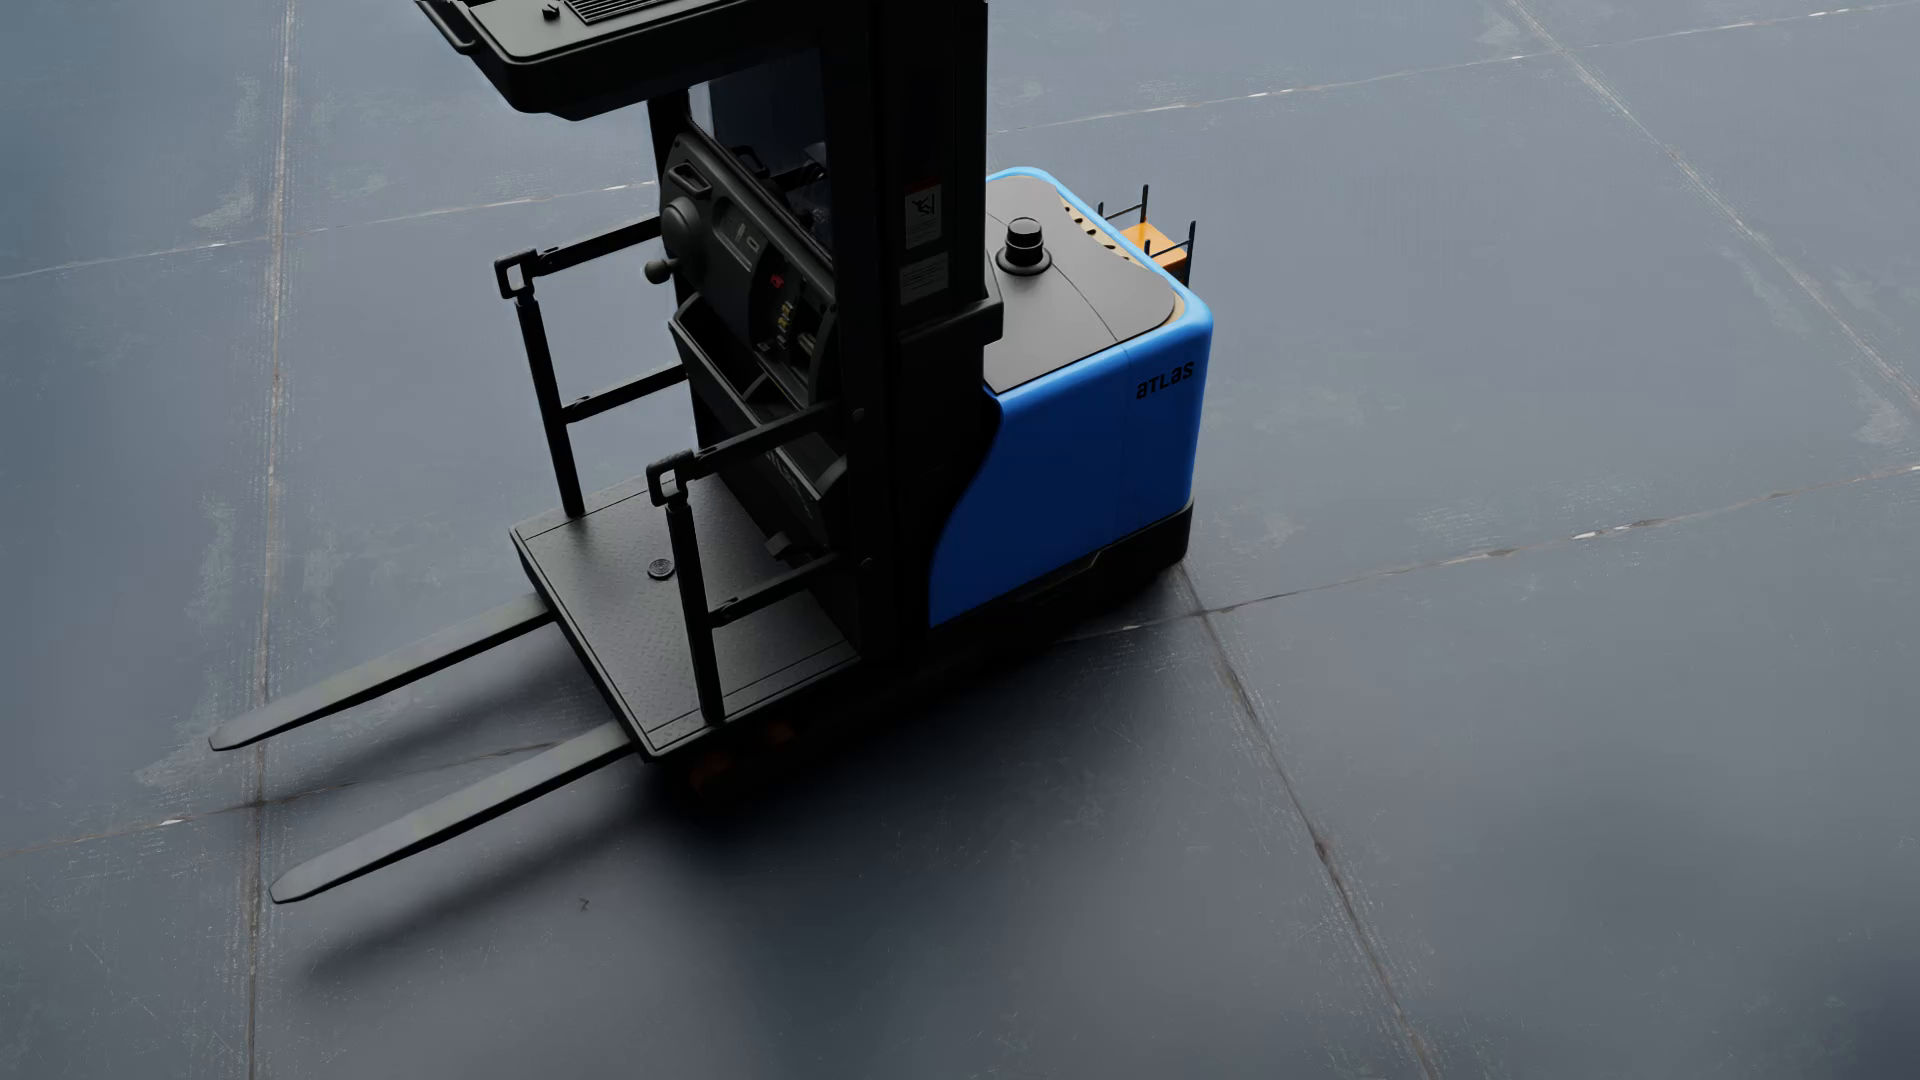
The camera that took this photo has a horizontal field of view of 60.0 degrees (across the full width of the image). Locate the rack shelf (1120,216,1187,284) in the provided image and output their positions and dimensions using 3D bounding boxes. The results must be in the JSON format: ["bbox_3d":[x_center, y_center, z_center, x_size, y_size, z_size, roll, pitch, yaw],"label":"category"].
[{"bbox_3d":[0.596,-0.871,5.486,0.215,0.259,0.240,-25,51,-23],"label":"rack shelf"}]

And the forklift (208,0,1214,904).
[{"bbox_3d":[-0.748,-0.672,4.356,3.031,2.935,1.130,-24,50,-22],"label":"forklift"}]

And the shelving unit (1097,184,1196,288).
[{"bbox_3d":[0.596,-0.680,5.681,0.215,1.050,0.252,-25,51,-23],"label":"shelving unit"}]

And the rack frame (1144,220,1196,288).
[{"bbox_3d":[0.664,-0.607,5.610,0.200,1.050,0.008,-25,51,-23],"label":"rack frame"}]

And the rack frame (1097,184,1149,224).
[{"bbox_3d":[0.529,-0.752,5.752,0.200,1.050,0.008,-25,51,-23],"label":"rack frame"}]
